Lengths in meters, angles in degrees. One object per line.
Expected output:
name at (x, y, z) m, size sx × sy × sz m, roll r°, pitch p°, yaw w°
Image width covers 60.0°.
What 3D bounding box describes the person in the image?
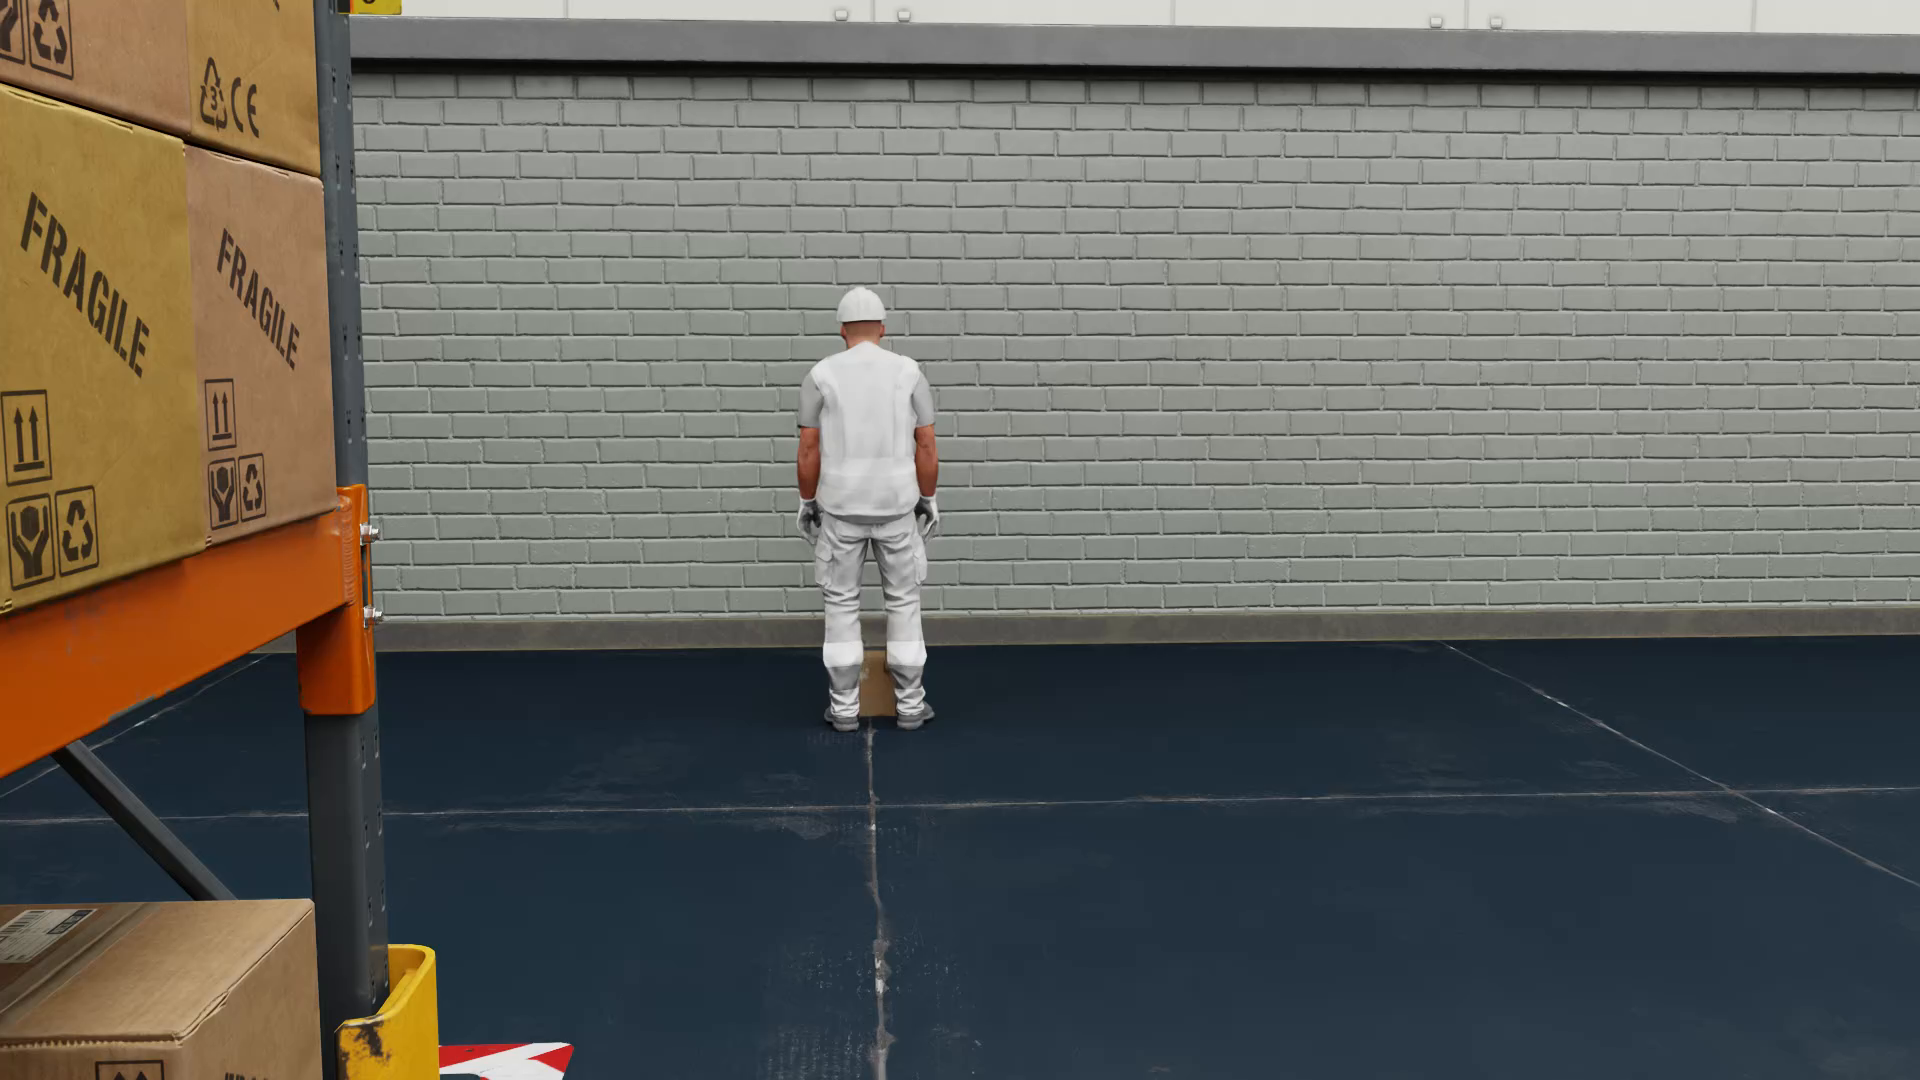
person at (-0.370, -0.123, 6.712) m, size 0.579 × 1.780 × 0.441 m, roll -1°, pitch 7°, yaw -6°
